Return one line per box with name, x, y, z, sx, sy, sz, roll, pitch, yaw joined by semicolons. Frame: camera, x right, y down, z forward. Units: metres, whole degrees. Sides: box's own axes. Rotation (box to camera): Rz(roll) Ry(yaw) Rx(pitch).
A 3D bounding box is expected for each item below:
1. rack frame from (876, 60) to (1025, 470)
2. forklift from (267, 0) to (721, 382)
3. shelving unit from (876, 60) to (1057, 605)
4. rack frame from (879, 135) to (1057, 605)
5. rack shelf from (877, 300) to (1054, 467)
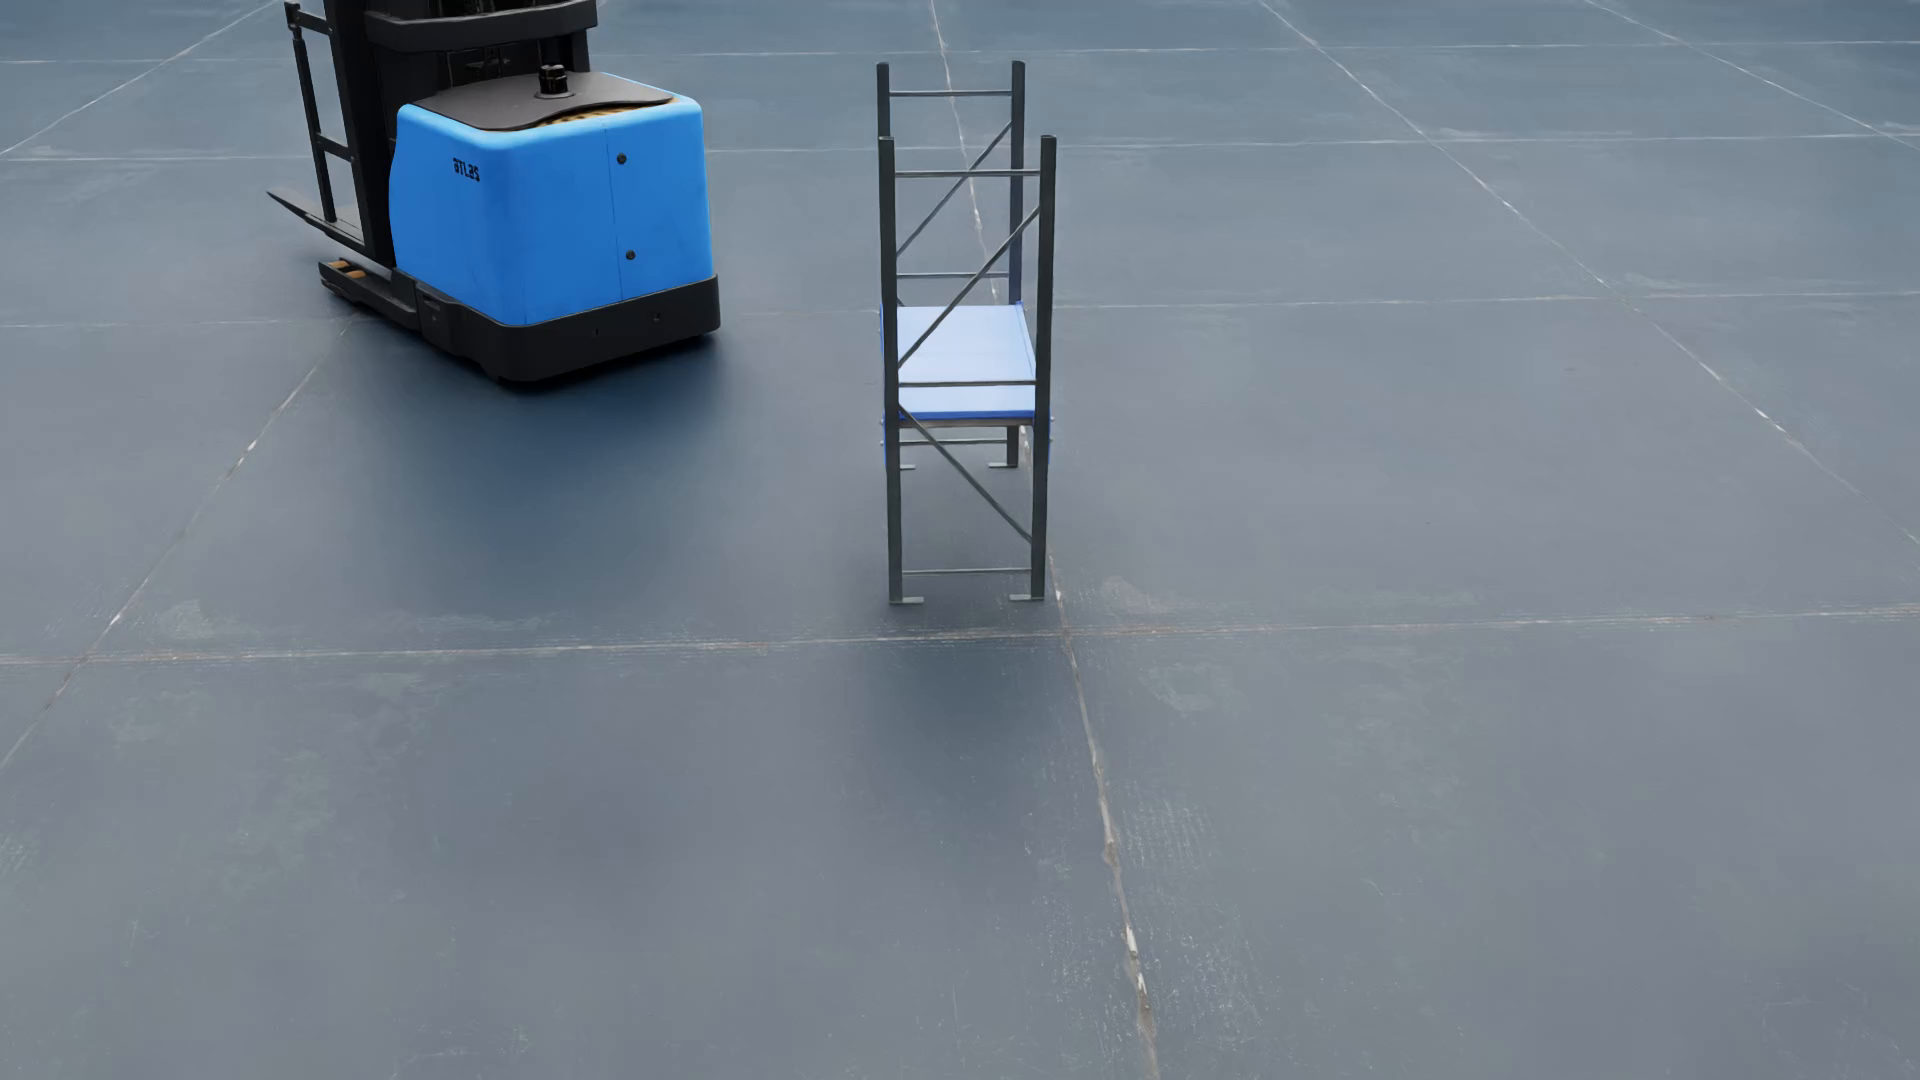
rack frame;-0.031;-0.939;5.929;0.500;1.500;0.032;-1;28;-3
forklift;-2.427;-2.548;7.466;1.130;2.935;3.031;-23;35;-36
shelving unit;-0.004;-0.704;5.479;0.538;1.500;1.048;-1;28;-3
rack frame;0.022;-0.470;5.029;0.500;1.500;0.032;-1;28;-3
rack shelf;-0.004;-0.545;5.562;0.538;0.185;1.000;-1;28;-3
